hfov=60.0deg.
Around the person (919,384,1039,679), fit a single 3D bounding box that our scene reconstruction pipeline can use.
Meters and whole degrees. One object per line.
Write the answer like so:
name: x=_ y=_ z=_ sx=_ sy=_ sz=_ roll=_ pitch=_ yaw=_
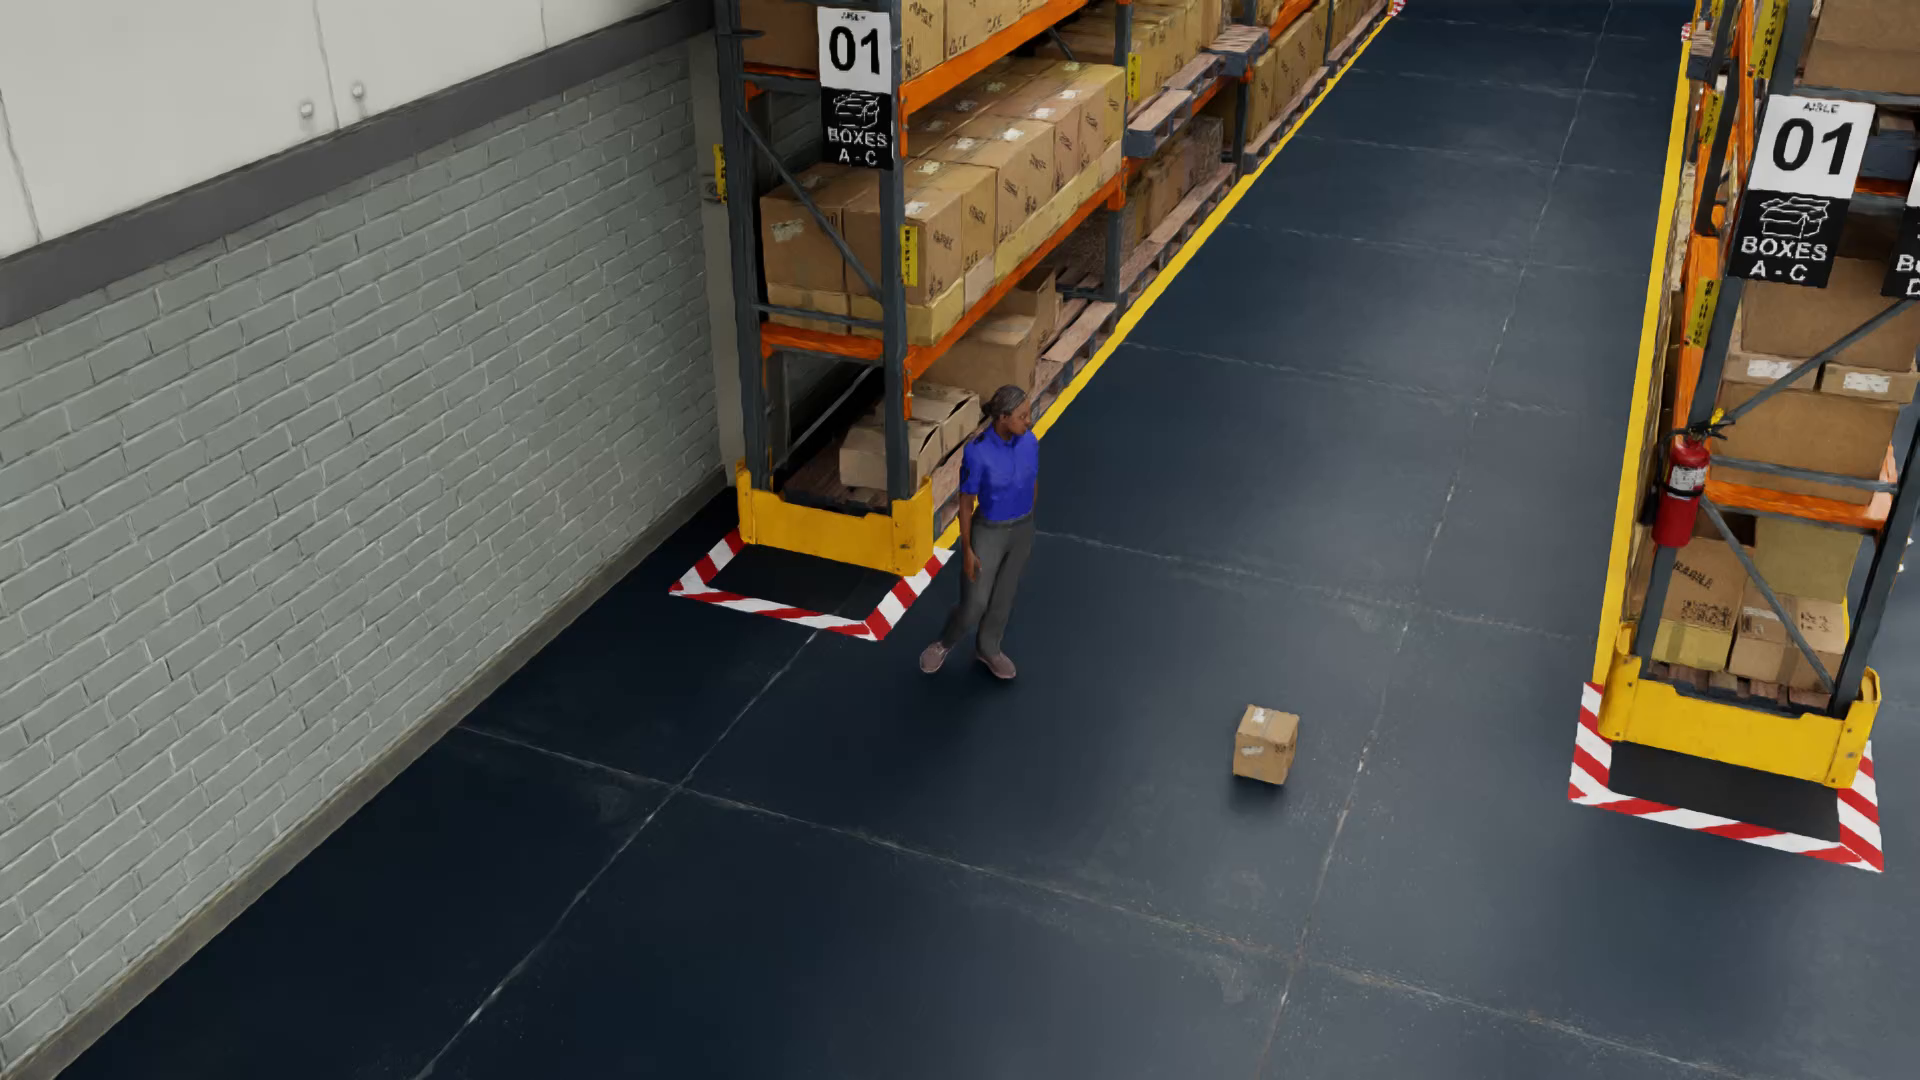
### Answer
person: x=0.113 y=-0.030 z=8.415 sx=0.637 sy=1.651 sz=0.433 roll=-17 pitch=34 yaw=-27
